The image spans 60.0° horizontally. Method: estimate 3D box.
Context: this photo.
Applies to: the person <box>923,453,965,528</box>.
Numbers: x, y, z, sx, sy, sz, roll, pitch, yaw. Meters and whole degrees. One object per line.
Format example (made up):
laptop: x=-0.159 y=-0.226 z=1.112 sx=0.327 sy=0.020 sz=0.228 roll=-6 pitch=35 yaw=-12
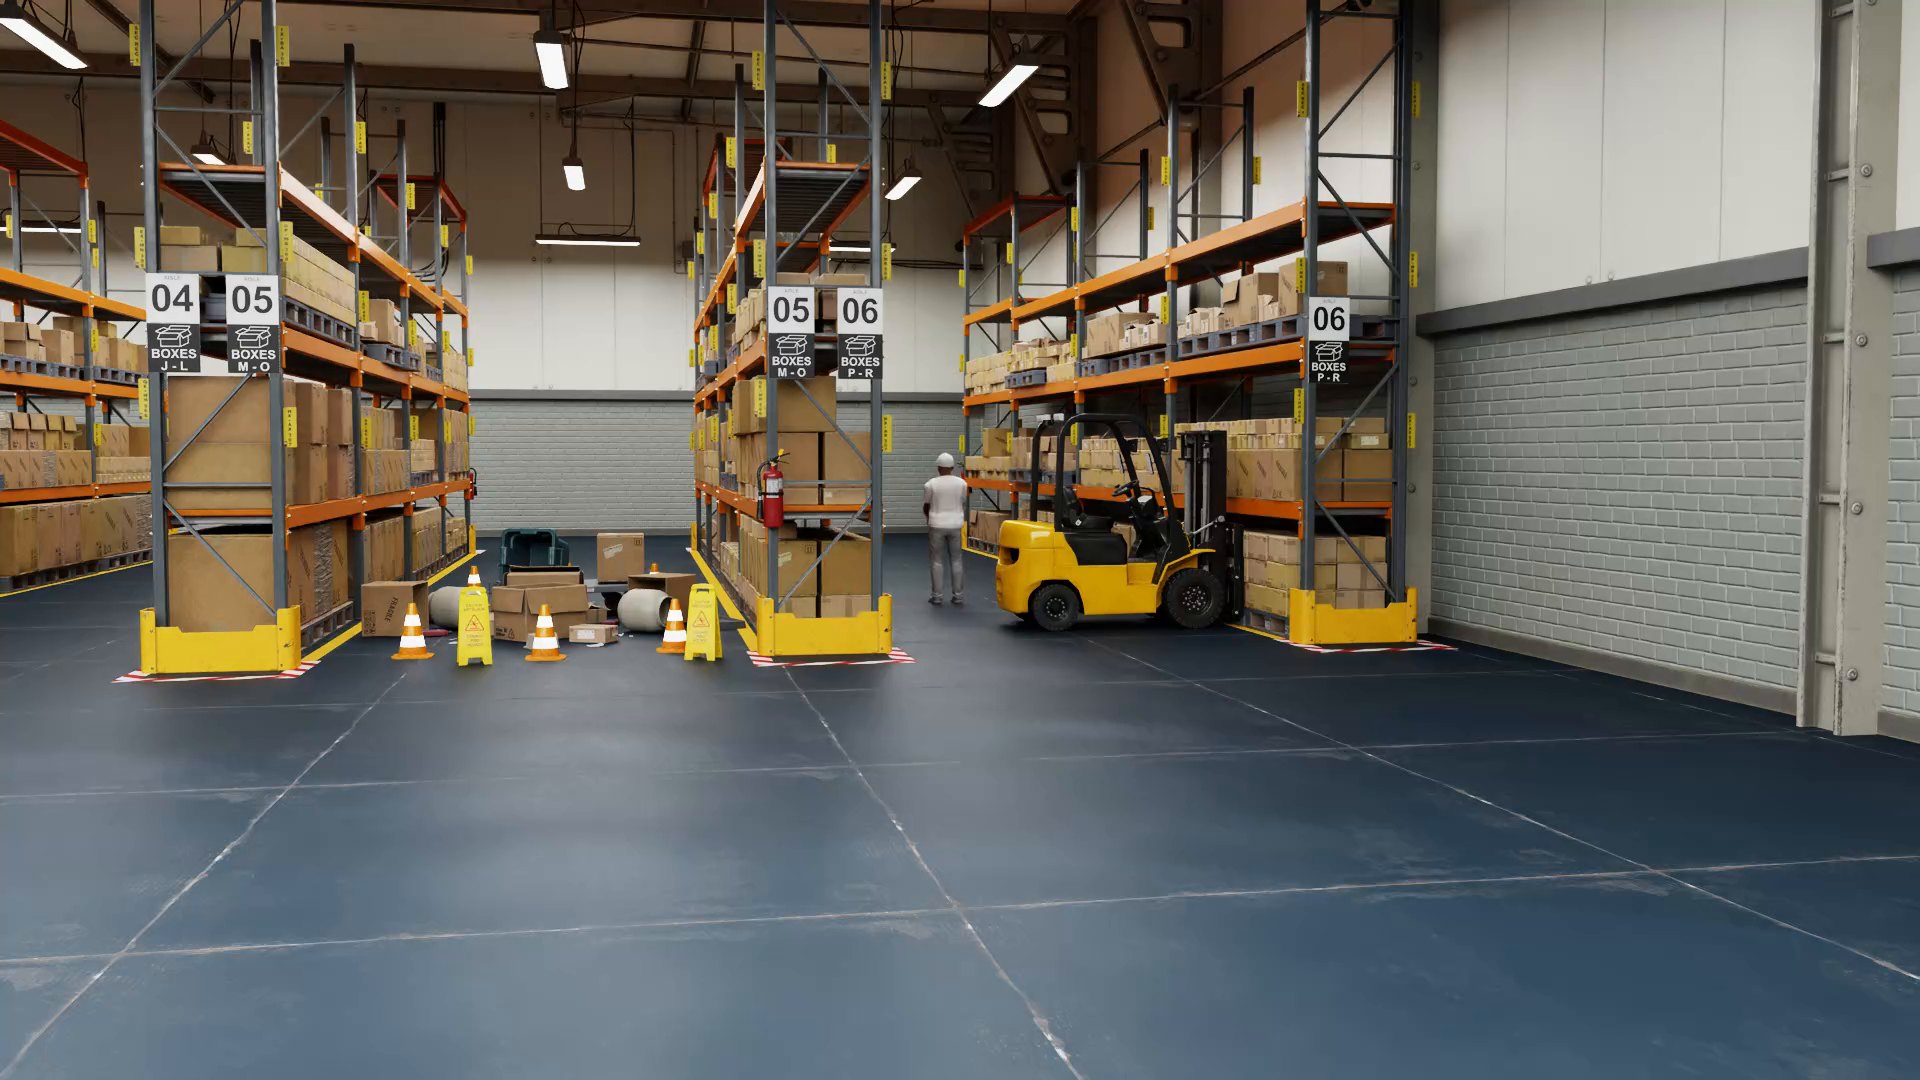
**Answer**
person: x=-0.192 y=-0.565 z=19.635 sx=0.495 sy=0.934 sz=0.571 roll=-1 pitch=3 yaw=-12
